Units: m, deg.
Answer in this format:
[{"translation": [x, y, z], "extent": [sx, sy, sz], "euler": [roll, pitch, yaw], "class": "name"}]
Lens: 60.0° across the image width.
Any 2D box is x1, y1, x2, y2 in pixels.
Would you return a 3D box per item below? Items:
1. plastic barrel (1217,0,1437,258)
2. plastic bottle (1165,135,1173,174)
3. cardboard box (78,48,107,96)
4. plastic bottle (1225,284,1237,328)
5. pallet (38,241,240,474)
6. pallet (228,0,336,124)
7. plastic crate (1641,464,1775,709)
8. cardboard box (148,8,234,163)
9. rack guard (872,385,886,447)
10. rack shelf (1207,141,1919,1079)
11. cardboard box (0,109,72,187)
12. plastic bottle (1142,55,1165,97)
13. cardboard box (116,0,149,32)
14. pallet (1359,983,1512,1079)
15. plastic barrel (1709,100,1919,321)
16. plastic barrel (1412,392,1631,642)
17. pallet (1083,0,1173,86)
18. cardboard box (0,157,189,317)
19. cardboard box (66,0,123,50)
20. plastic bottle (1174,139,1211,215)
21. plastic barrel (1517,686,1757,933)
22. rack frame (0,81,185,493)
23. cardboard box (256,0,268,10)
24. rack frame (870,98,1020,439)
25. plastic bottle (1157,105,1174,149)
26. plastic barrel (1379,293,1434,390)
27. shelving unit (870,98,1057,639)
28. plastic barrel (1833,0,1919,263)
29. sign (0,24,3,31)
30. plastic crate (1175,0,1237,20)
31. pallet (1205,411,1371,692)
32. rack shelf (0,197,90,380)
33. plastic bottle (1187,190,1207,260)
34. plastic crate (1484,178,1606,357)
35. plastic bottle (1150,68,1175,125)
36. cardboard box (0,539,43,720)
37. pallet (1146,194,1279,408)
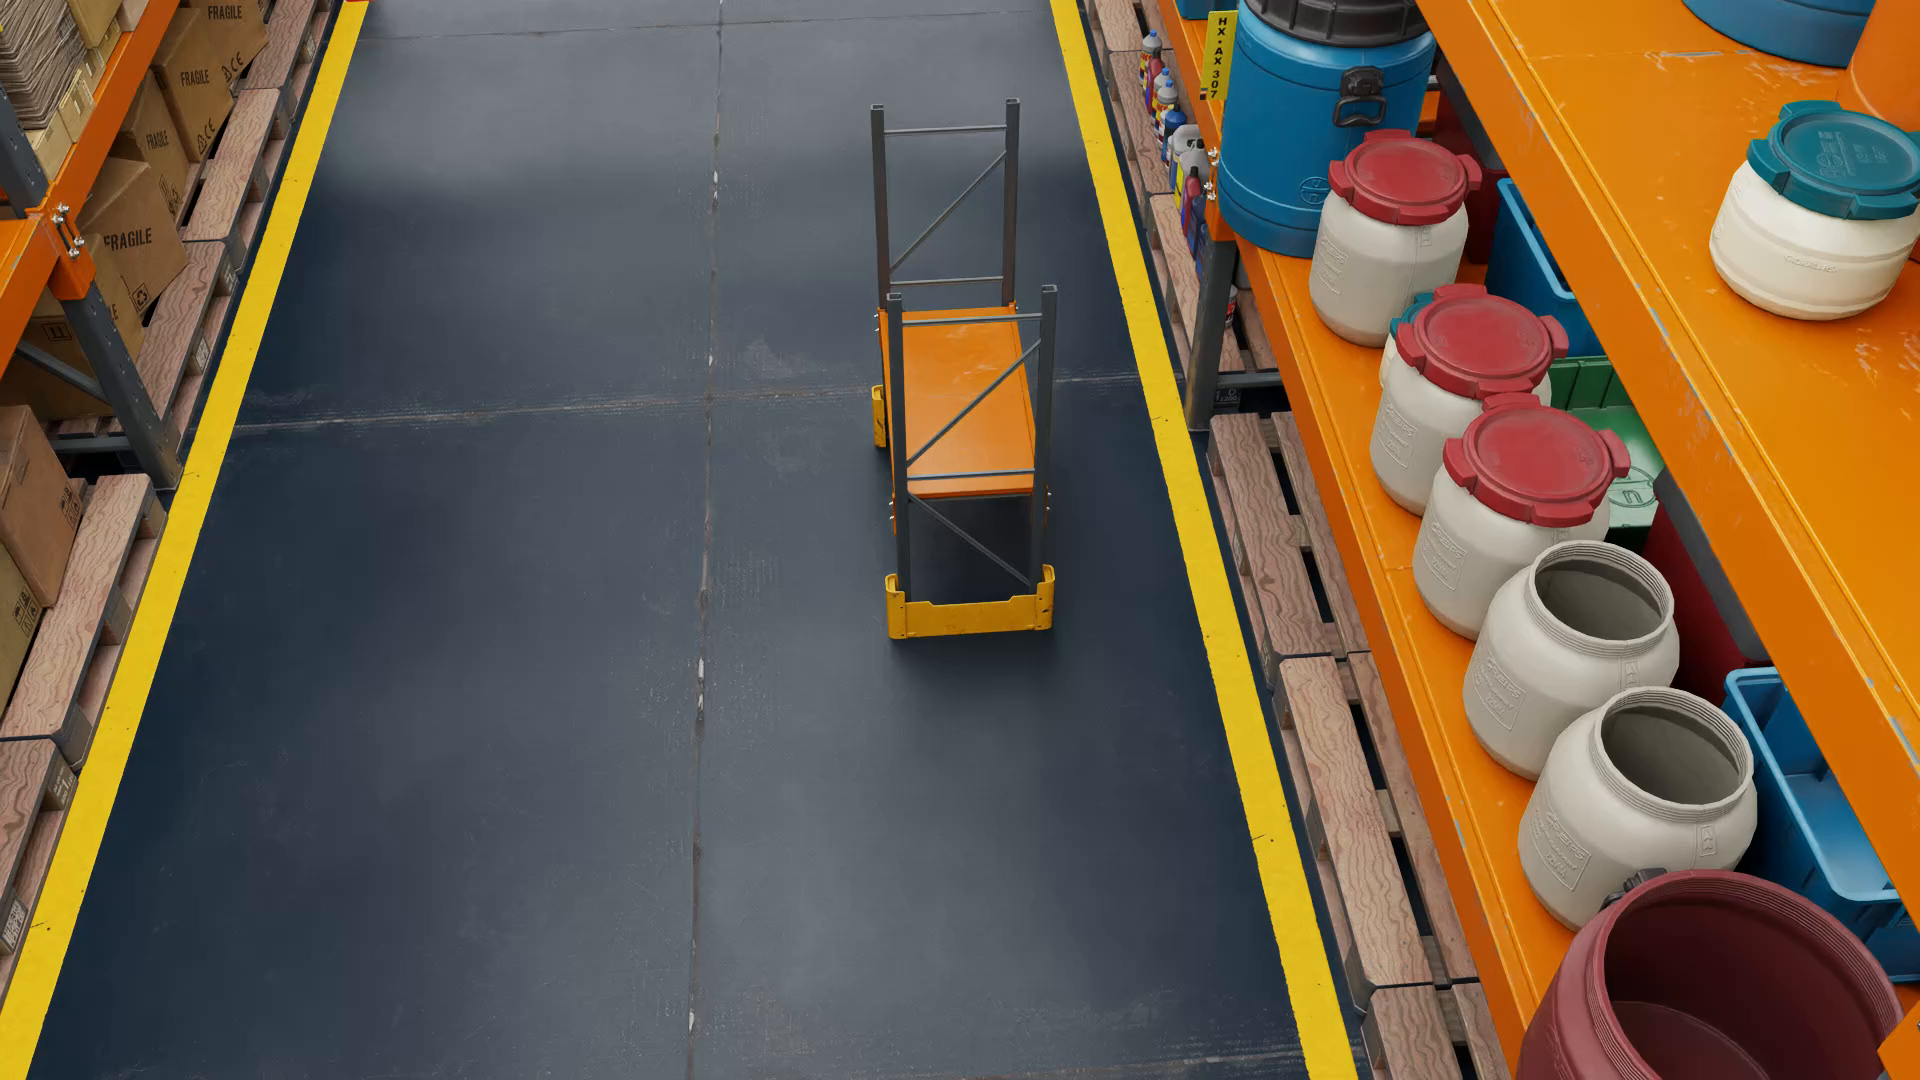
[{"translation": [1.137, -1.407, 5.171], "extent": [0.600, 0.901, 0.708], "euler": [-3, 47, -3], "class": "plastic barrel"}, {"translation": [0.976, -1.744, 7.460], "extent": [0.097, 0.201, 0.097], "euler": [0, 47, 0], "class": "plastic bottle"}, {"translation": [-3.303, -1.680, 5.948], "extent": [0.380, 0.149, 0.250], "euler": [-3, 47, -3], "class": "cardboard box"}, {"translation": [1.066, -0.965, 6.722], "extent": [0.097, 0.201, 0.097], "euler": [0, 47, 0], "class": "plastic bottle"}, {"translation": [-3.620, -0.756, 6.821], "extent": [1.003, 0.211, 1.213], "euler": [-3, 47, -3], "class": "pallet"}, {"translation": [-3.824, -2.522, 8.493], "extent": [1.003, 0.211, 1.213], "euler": [-3, 47, -3], "class": "pallet"}, {"translation": [1.911, 0.152, 3.996], "extent": [0.402, 0.464, 0.583], "euler": [-3, 47, -3], "class": "plastic crate"}, {"translation": [-3.710, -2.073, 7.580], "extent": [0.500, 0.500, 0.500], "euler": [0, 47, 0], "class": "cardboard box"}, {"translation": [-0.048, -0.501, 6.553], "extent": [0.587, 0.250, 0.087], "euler": [-3, 47, -3], "class": "rack guard"}, {"translation": [1.574, 0.162, 4.526], "extent": [1.077, 0.370, 4.000], "euler": [-3, 47, -3], "class": "rack shelf"}, {"translation": [-3.247, -1.319, 5.606], "extent": [0.380, 0.149, 0.250], "euler": [-3, 47, -3], "class": "cardboard box"}, {"translation": [0.922, -2.210, 7.901], "extent": [0.097, 0.201, 0.097], "euler": [0, 47, 0], "class": "plastic bottle"}, {"translation": [-3.314, -2.043, 6.292], "extent": [0.380, 0.149, 0.250], "euler": [-3, 47, -3], "class": "cardboard box"}, {"translation": [1.716, 1.758, 4.440], "extent": [1.003, 0.211, 1.213], "euler": [-3, 47, -3], "class": "pallet"}, {"translation": [1.403, -0.528, 2.714], "extent": [0.301, 0.262, 0.301], "euler": [0, 47, 0], "class": "plastic barrel"}, {"translation": [1.366, -0.030, 4.119], "extent": [0.433, 0.535, 0.433], "euler": [0, 47, 0], "class": "plastic barrel"}, {"translation": [1.188, -2.827, 8.782], "extent": [1.003, 0.211, 1.213], "euler": [-3, 47, -3], "class": "pallet"}, {"translation": [-3.578, -1.222, 6.774], "extent": [0.500, 0.500, 0.500], "euler": [10, 47, 9], "class": "cardboard box"}, {"translation": [-3.511, -2.061, 5.862], "extent": [0.875, 0.500, 0.500], "euler": [-3, 47, -3], "class": "cardboard box"}, {"translation": [1.023, -1.594, 7.215], "extent": [0.144, 0.351, 0.185], "euler": [-4, 47, -4], "class": "plastic bottle"}, {"translation": [1.443, 0.592, 3.546], "extent": [0.421, 0.512, 0.421], "euler": [0, 47, 0], "class": "plastic barrel"}, {"translation": [-3.529, -1.231, 5.350], "extent": [1.000, 3.000, 0.127], "euler": [-3, 47, -3], "class": "rack frame"}, {"translation": [-3.828, -2.957, 8.417], "extent": [0.500, 0.500, 0.500], "euler": [4, 47, 4], "class": "cardboard box"}, {"translation": [-0.050, -0.945, 6.112], "extent": [0.500, 1.500, 0.032], "euler": [-3, 47, -3], "class": "rack frame"}, {"translation": [0.959, -1.893, 7.601], "extent": [0.097, 0.201, 0.097], "euler": [0, 47, 0], "class": "plastic bottle"}, {"translation": [1.365, -0.518, 4.770], "extent": [0.301, 0.262, 0.301], "euler": [0, 47, 0], "class": "plastic barrel"}, {"translation": [-0.006, -0.571, 5.758], "extent": [0.587, 1.500, 1.083], "euler": [-3, 47, -3], "class": "shelving unit"}, {"translation": [1.835, -0.898, 2.673], "extent": [0.600, 0.830, 0.708], "euler": [-3, 47, -3], "class": "plastic barrel"}, {"translation": [-2.976, -1.666, 4.964], "extent": [0.100, 0.325, 0.005], "euler": [-3, 47, -3], "class": "sign"}, {"translation": [1.044, -2.265, 6.432], "extent": [0.499, 0.251, 0.616], "euler": [-3, 47, -3], "class": "plastic crate"}, {"translation": [1.511, -0.008, 6.112], "extent": [1.003, 0.211, 1.213], "euler": [-3, 47, -3], "class": "pallet"}, {"translation": [-3.361, 0.463, 4.241], "extent": [1.077, 0.370, 4.000], "euler": [-3, 47, -3], "class": "rack shelf"}, {"translation": [1.050, -1.360, 6.994], "extent": [0.144, 0.351, 0.185], "euler": [-6, 47, -5], "class": "plastic bottle"}, {"translation": [1.809, -0.748, 4.903], "extent": [0.392, 0.384, 0.575], "euler": [-3, 47, -3], "class": "plastic crate"}, {"translation": [0.942, -2.061, 7.712], "extent": [0.097, 0.271, 0.097], "euler": [0, 47, 0], "class": "plastic bottle"}, {"translation": [-3.478, 0.269, 5.348], "extent": [0.700, 0.500, 0.500], "euler": [-4, 47, -4], "class": "cardboard box"}, {"translation": [1.392, -1.062, 7.110], "extent": [1.003, 0.211, 1.213], "euler": [-3, 47, -3], "class": "pallet"}]
